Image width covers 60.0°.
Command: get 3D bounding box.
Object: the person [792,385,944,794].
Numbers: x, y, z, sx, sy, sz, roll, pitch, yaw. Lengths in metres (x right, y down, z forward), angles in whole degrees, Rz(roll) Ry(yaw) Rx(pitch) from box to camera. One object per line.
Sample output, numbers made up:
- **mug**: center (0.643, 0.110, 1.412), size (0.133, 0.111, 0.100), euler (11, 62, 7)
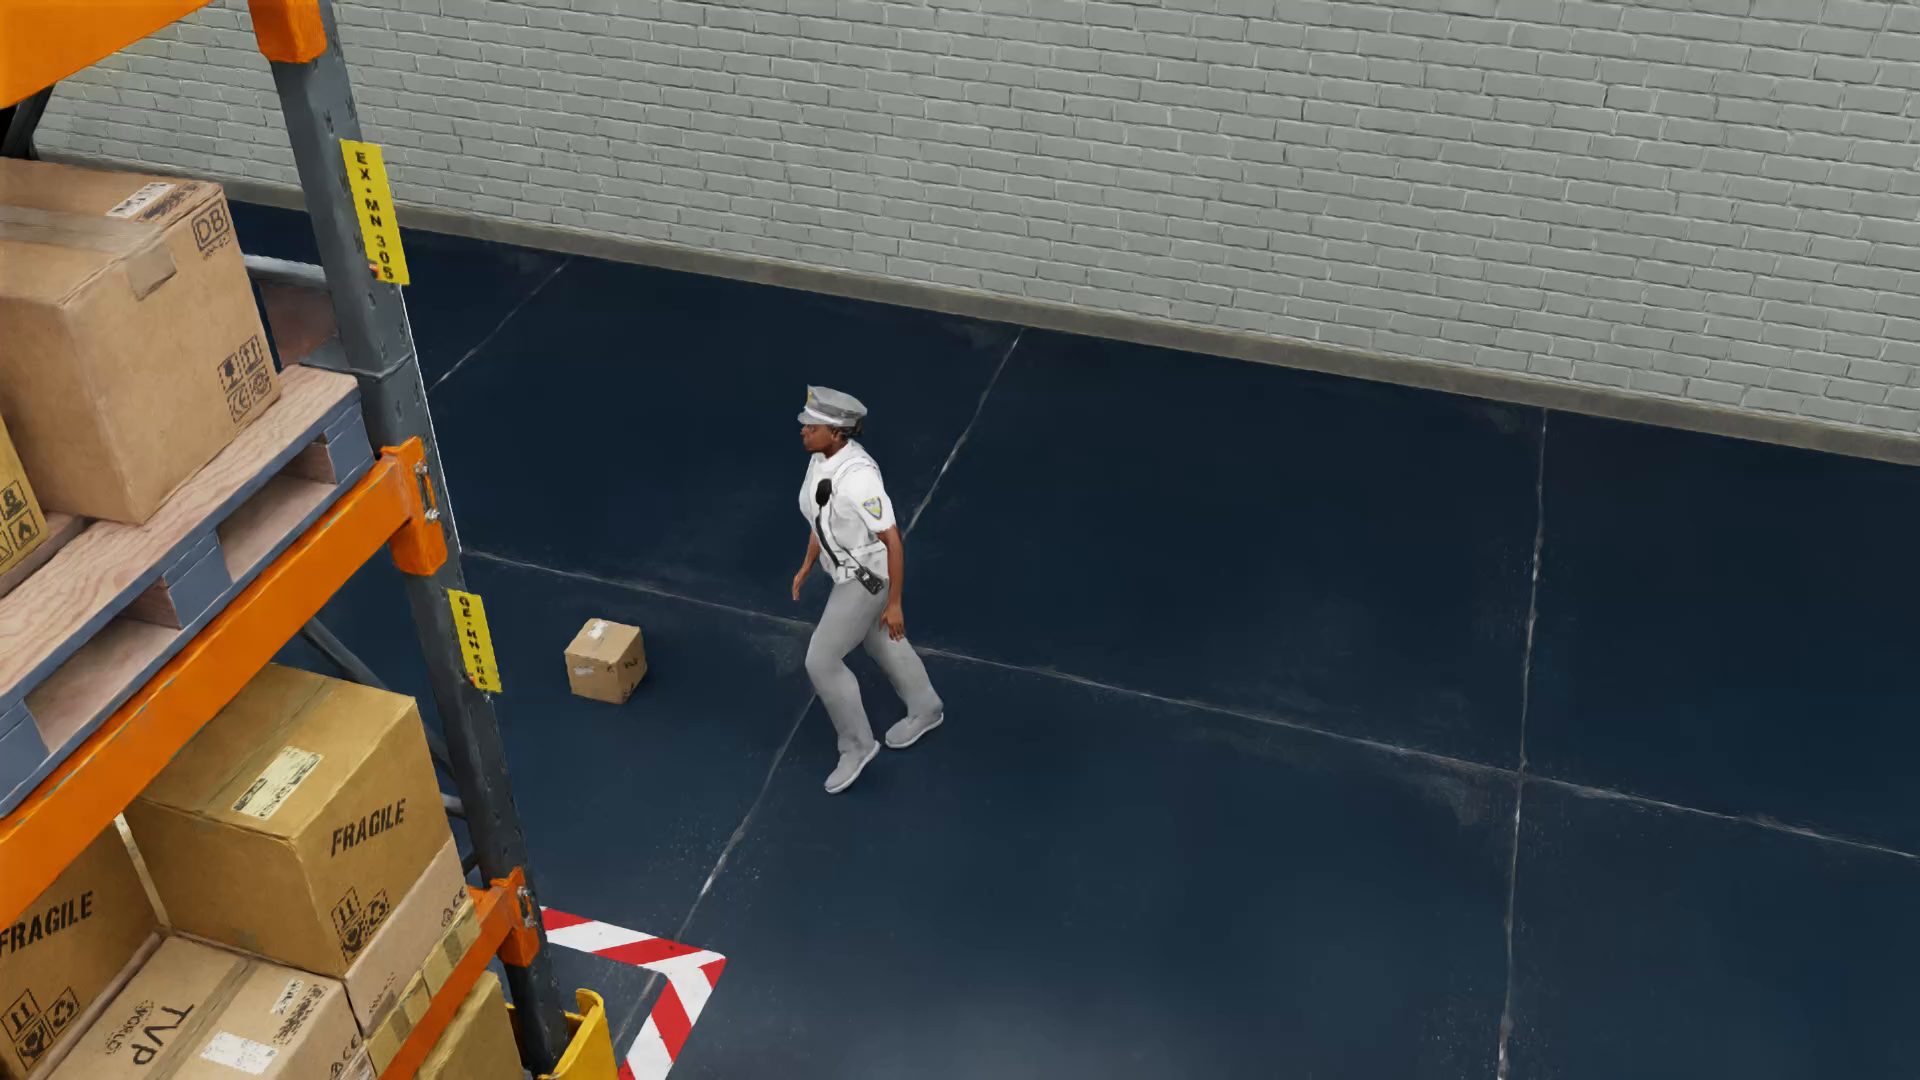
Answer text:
- **person**: center (-0.385, 0.165, 6.691), size (0.608, 1.659, 0.665), euler (-14, 40, -18)
